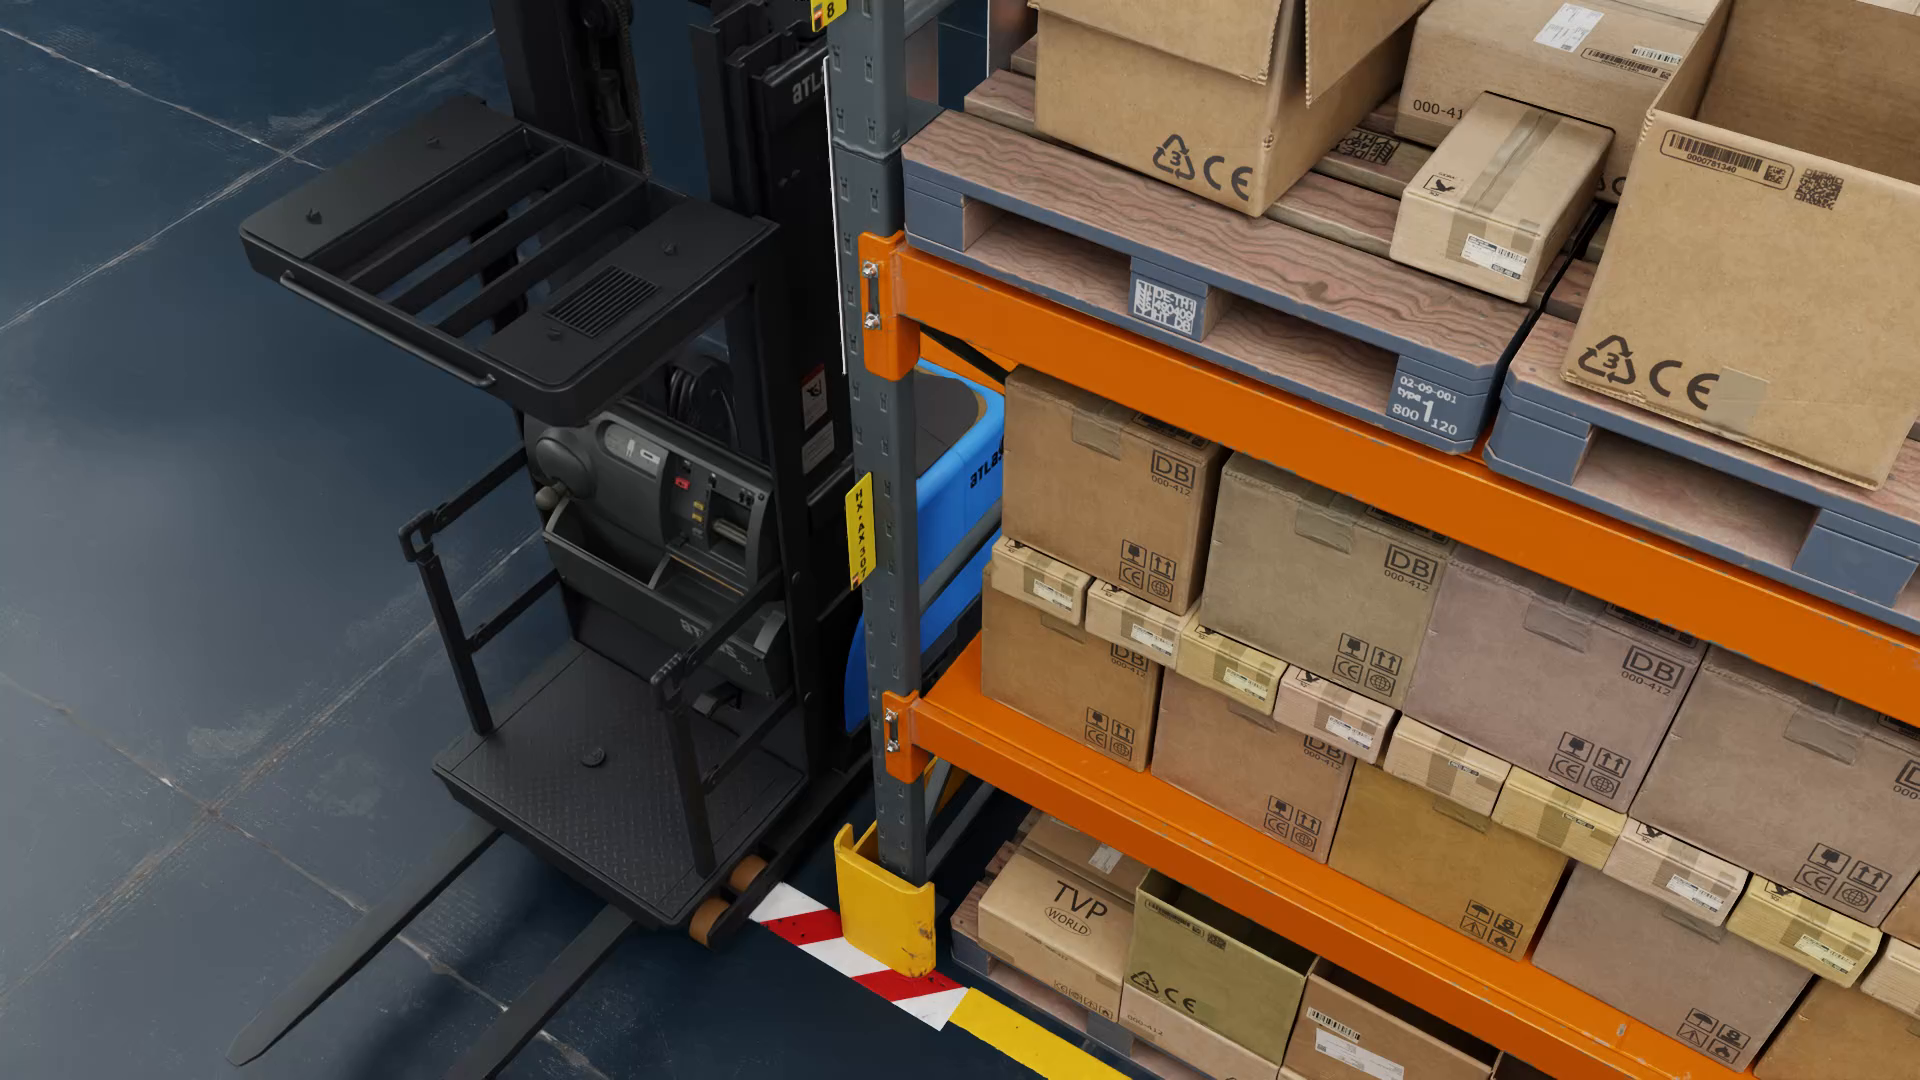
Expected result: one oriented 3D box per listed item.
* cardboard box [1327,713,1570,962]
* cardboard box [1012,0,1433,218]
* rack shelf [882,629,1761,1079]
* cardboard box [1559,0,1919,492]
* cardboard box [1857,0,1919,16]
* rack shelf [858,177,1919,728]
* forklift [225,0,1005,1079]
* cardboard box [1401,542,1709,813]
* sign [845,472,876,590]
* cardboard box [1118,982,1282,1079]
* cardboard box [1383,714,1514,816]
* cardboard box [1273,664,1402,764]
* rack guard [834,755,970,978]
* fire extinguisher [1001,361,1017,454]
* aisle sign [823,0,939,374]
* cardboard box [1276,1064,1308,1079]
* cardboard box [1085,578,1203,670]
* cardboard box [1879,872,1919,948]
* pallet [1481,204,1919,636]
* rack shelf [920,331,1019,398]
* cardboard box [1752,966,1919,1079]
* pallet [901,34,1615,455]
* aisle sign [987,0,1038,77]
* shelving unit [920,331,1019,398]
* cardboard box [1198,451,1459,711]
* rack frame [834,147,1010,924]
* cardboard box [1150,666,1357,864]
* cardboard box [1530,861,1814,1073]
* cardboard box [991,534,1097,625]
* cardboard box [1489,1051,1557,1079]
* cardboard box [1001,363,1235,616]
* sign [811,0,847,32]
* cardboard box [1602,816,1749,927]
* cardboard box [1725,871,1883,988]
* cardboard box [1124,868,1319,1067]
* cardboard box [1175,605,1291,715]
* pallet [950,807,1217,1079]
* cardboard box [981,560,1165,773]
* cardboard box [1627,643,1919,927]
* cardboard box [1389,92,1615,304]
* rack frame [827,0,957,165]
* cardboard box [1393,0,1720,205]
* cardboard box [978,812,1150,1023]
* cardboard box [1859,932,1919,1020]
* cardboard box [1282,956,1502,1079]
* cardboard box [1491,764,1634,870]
[{"bbox_3d":[1.311,0.528,4.075,0.500,0.500,0.700,25,51,22],"label":"cardboard box"},{"bbox_3d":[0.547,-1.073,3.147,0.637,0.503,0.797,28,52,25],"label":"cardboard box"},{"bbox_3d":[1.749,1.004,4.185,4.000,0.370,1.077,25,51,22],"label":"rack shelf"},{"bbox_3d":[1.316,-0.489,2.582,0.500,0.500,0.500,25,51,22],"label":"cardboard box"},{"bbox_3d":[1.646,-0.729,2.947,0.500,0.311,0.500,31,53,26],"label":"cardboard box"},{"bbox_3d":[1.749,-0.042,3.109,4.000,0.370,1.077,25,51,22],"label":"rack shelf"},{"bbox_3d":[-1.054,-0.086,4.790,1.130,2.935,3.031,26,51,23],"label":"forklift"},{"bbox_3d":[1.367,0.096,3.591,0.500,0.500,0.700,25,51,22],"label":"cardboard box"},{"bbox_3d":[-0.239,-0.018,4.017,0.005,0.325,0.100,25,51,22],"label":"sign"},{"bbox_3d":[0.820,1.324,4.997,0.500,0.250,0.500,25,51,22],"label":"cardboard box"},{"bbox_3d":[1.150,0.398,3.749,0.250,0.149,0.380,23,50,21],"label":"cardboard box"},{"bbox_3d":[0.924,0.297,3.848,0.250,0.149,0.380,24,50,22],"label":"cardboard box"},{"bbox_3d":[0.046,0.840,5.585,0.348,0.500,1.175,25,51,22],"label":"rack guard"},{"bbox_3d":[0.217,-0.321,5.024,0.183,0.674,0.296,25,51,22],"label":"fire extinguisher"},{"bbox_3d":[-0.155,-0.768,3.592,0.004,0.787,0.394,25,51,22],"label":"aisle sign"},{"bbox_3d":[1.241,1.518,4.808,0.500,0.250,0.500,25,51,22],"label":"cardboard box"},{"bbox_3d":[0.504,0.100,4.039,0.250,0.149,0.380,23,50,21],"label":"cardboard box"},{"bbox_3d":[2.209,0.483,3.215,0.500,0.500,0.700,25,51,22],"label":"cardboard box"},{"bbox_3d":[1.678,-0.275,2.896,1.213,0.211,1.003,25,51,22],"label":"pallet"},{"bbox_3d":[0.089,-0.686,6.223,1.000,0.278,0.538,26,51,23],"label":"rack shelf"},{"bbox_3d":[2.188,0.928,3.687,0.500,0.500,0.700,25,51,23],"label":"cardboard box"},{"bbox_3d":[0.647,-0.747,3.354,1.213,0.211,1.003,25,51,22],"label":"pallet"},{"bbox_3d":[0.169,-1.130,3.944,0.004,0.787,0.394,25,51,22],"label":"aisle sign"},{"bbox_3d":[0.088,-0.482,6.433,1.048,1.125,0.538,26,51,23],"label":"shelving unit"},{"bbox_3d":[0.942,-0.099,3.780,0.500,0.500,0.700,23,50,21],"label":"cardboard box"},{"bbox_3d":[0.066,-0.021,4.679,0.127,3.000,1.000,25,51,22],"label":"rack frame"},{"bbox_3d":[0.897,0.333,4.265,0.500,0.500,0.700,26,51,23],"label":"cardboard box"},{"bbox_3d":[1.757,0.730,3.879,0.500,0.500,0.700,26,51,23],"label":"cardboard box"},{"bbox_3d":[0.280,0.000,4.137,0.250,0.149,0.380,24,51,22],"label":"cardboard box"},{"bbox_3d":[1.658,1.453,4.348,0.500,0.500,0.500,25,51,22],"label":"cardboard box"},{"bbox_3d":[0.496,-0.299,3.975,0.500,0.500,0.700,25,51,22],"label":"cardboard box"},{"bbox_3d":[-0.239,-1.066,2.938,0.005,0.325,0.100,25,51,22],"label":"sign"},{"bbox_3d":[1.573,0.595,3.558,0.250,0.149,0.380,25,51,22],"label":"cardboard box"},{"bbox_3d":[1.795,0.697,3.459,0.250,0.149,0.380,26,51,23],"label":"cardboard box"},{"bbox_3d":[0.819,1.064,4.727,0.500,0.500,0.500,25,51,22],"label":"cardboard box"},{"bbox_3d":[0.713,0.198,3.944,0.250,0.149,0.380,25,51,22],"label":"cardboard box"},{"bbox_3d":[0.732,1.221,5.416,1.213,0.211,1.003,25,51,22],"label":"pallet"},{"bbox_3d":[0.452,0.132,4.460,0.500,0.500,0.700,25,51,22],"label":"cardboard box"},{"bbox_3d":[1.789,0.289,3.403,0.500,0.500,0.700,25,51,22],"label":"cardboard box"},{"bbox_3d":[0.961,-0.612,2.947,0.250,0.149,0.380,25,51,22],"label":"cardboard box"},{"bbox_3d":[0.066,-2.112,2.528,0.127,3.000,1.000,25,51,22],"label":"rack frame"},{"bbox_3d":[1.178,-0.923,3.178,0.500,0.250,0.500,25,51,22],"label":"cardboard box"},{"bbox_3d":[0.397,1.132,5.182,0.500,0.250,0.500,25,51,22],"label":"cardboard box"},{"bbox_3d":[2.020,0.798,3.361,0.250,0.149,0.380,26,51,23],"label":"cardboard box"},{"bbox_3d":[1.247,1.249,4.546,0.500,0.500,0.500,25,51,22],"label":"cardboard box"},{"bbox_3d":[1.365,0.497,3.653,0.250,0.149,0.380,24,50,22],"label":"cardboard box"}]
